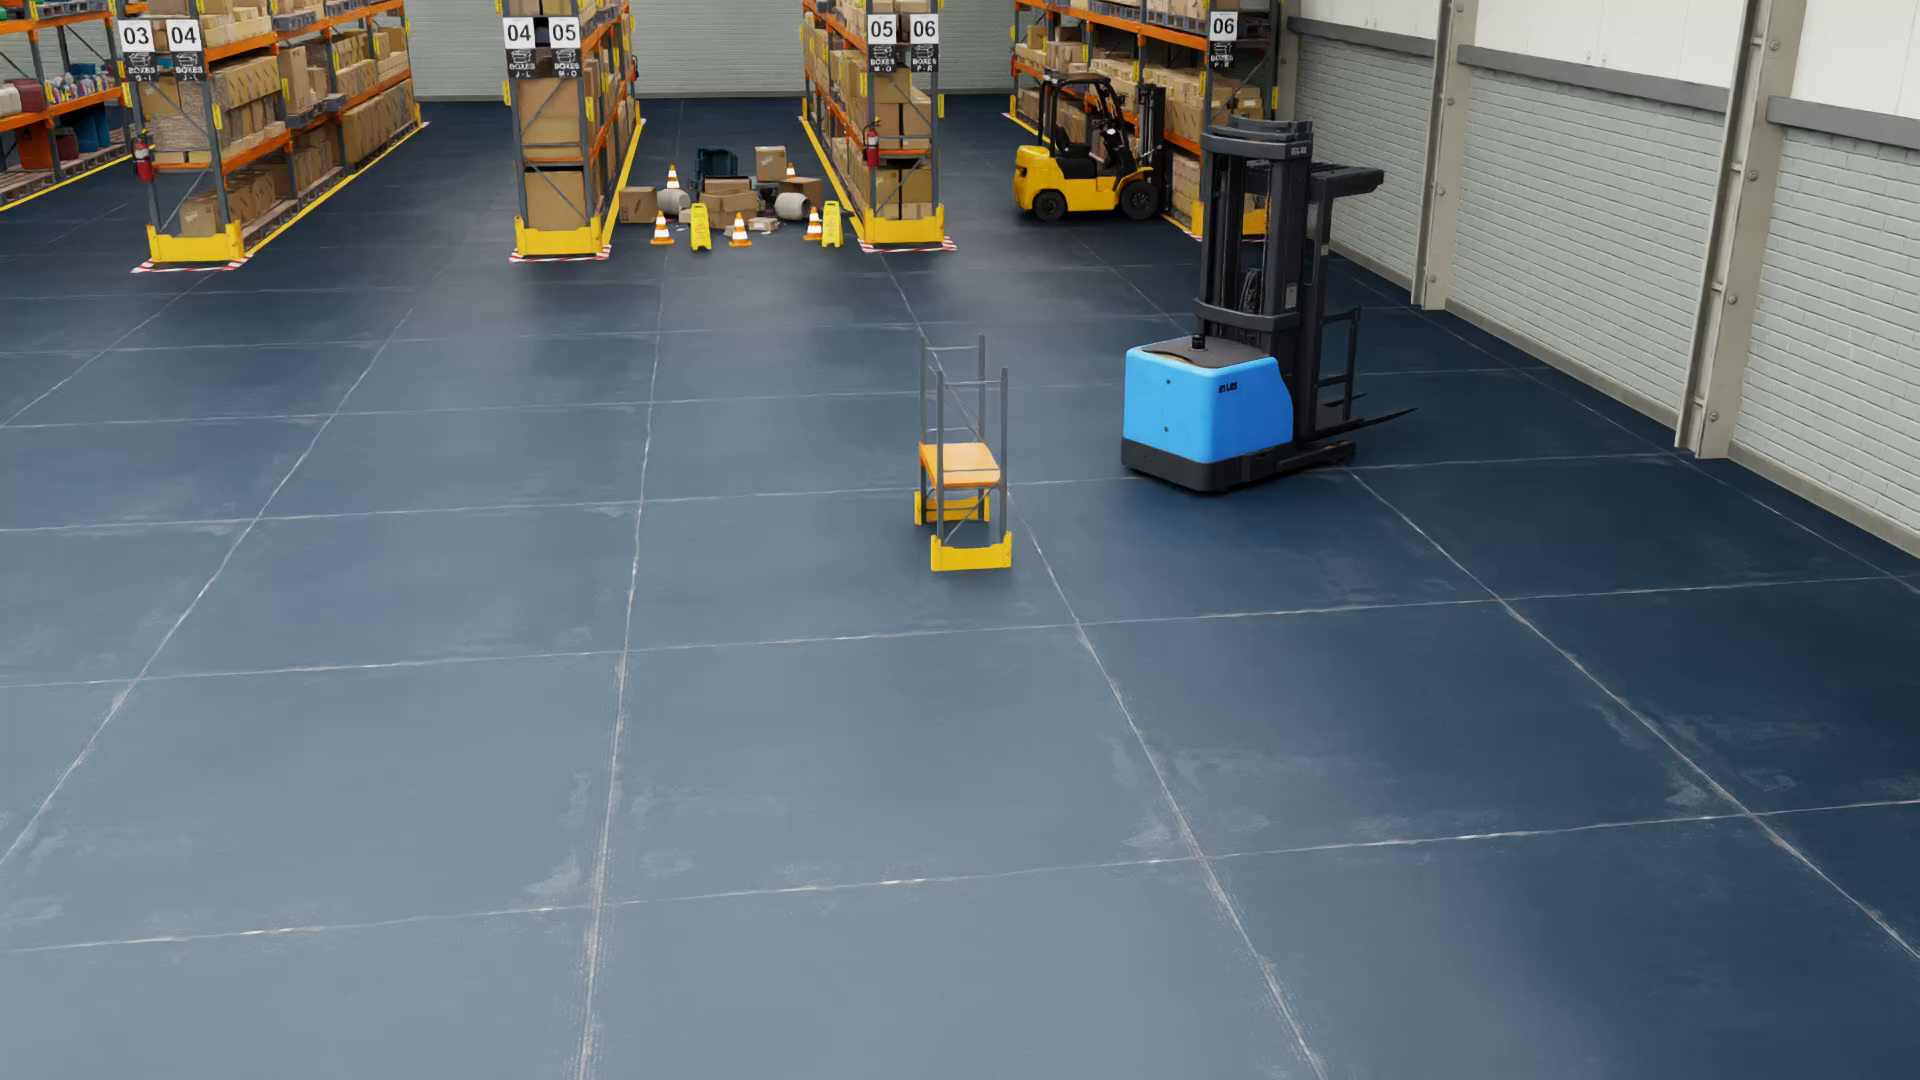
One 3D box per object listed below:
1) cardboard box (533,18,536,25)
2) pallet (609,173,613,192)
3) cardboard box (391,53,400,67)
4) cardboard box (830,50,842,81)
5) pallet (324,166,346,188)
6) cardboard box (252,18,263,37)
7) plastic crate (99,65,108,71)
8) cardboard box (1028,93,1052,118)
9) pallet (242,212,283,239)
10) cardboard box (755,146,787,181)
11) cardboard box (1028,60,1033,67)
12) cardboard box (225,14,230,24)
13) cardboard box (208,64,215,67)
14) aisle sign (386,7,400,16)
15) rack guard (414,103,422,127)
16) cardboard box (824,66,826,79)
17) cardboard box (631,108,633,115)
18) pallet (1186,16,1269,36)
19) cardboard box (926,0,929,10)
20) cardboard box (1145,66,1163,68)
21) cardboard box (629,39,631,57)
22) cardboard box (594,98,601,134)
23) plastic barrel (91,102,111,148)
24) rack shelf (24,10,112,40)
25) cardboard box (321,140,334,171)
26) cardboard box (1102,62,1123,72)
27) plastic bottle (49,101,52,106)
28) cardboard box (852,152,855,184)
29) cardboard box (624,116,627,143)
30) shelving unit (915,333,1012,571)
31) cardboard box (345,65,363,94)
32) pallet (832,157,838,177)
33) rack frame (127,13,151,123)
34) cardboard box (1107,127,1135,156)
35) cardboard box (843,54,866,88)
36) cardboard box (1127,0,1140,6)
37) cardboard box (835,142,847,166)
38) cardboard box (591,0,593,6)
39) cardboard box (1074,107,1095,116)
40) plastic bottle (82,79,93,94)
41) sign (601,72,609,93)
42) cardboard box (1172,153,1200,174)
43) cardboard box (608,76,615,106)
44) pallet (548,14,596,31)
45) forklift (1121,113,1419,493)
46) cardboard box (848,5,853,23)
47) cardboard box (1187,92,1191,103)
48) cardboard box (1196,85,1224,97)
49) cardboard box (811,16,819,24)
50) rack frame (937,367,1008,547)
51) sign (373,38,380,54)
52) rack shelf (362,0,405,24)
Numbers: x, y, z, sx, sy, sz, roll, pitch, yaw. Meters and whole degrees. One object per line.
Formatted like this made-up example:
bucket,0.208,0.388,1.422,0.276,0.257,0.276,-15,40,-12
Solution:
cardboard box,-6.121,-7.243,23.150,0.380,0.149,0.250,-3,21,-7
pallet,-6.643,-6.292,29.260,1.003,0.211,1.213,-3,21,-8
cardboard box,-12.452,-10.414,36.100,0.500,0.250,0.500,-4,21,-10
cardboard box,-2.135,-8.796,30.812,0.500,0.500,0.500,-4,21,-9
pallet,-11.667,-6.504,29.829,1.003,0.211,1.213,-3,21,-8
cardboard box,-10.812,-7.705,24.986,0.500,0.250,0.500,-2,21,-6
plastic crate,-17.889,-9.889,35.059,0.416,0.233,0.300,-3,21,-8
cardboard box,1.843,-9.926,37.976,0.500,0.500,0.500,-3,21,-7
pallet,-10.890,-4.736,25.094,1.003,0.211,1.213,-3,21,-8
cardboard box,-3.152,-6.280,27.732,0.500,0.500,0.500,-3,21,-8
cardboard box,1.757,-10.818,37.753,0.380,0.149,0.250,-2,21,-7
cardboard box,-10.589,-7.392,23.578,0.380,0.149,0.250,-4,21,-10
cardboard box,-11.160,-6.663,24.273,0.500,0.500,0.500,-3,21,-8
aisle sign,-12.645,-12.109,37.134,0.394,0.787,0.004,-3,21,-8
rack guard,-12.934,-9.688,37.941,1.175,0.500,0.348,-3,21,-8
cardboard box,-2.370,-9.077,32.232,0.500,0.250,0.500,-3,21,-9
cardboard box,-7.486,-9.540,37.020,0.380,0.149,0.250,-3,21,-7
pallet,4.017,-7.673,24.811,1.003,0.211,1.213,-3,21,-8
cardboard box,-0.657,-7.872,24.439,0.380,0.149,0.250,-3,21,-8
cardboard box,3.505,-8.461,30.013,0.380,0.149,0.250,-3,21,-7
cardboard box,-7.620,-10.931,37.128,0.500,0.500,0.500,-3,21,-9
cardboard box,-6.112,-6.665,26.060,0.875,0.550,0.550,-3,21,-8
plastic barrel,-17.194,-8.241,32.892,0.600,0.901,0.708,-3,21,-8
rack shelf,-16.967,-9.592,30.852,1.077,0.370,4.000,-3,21,-8
cardboard box,-11.661,-6.885,29.807,0.700,0.500,0.500,-4,21,-11
cardboard box,2.847,-8.788,30.889,0.380,0.149,0.250,-3,21,-7
plastic bottle,-16.422,-7.939,29.863,0.152,0.276,0.135,-3,21,-8
cardboard box,-1.488,-6.053,26.894,0.500,0.500,0.500,-2,21,-6
cardboard box,-7.002,-8.286,33.586,0.500,0.500,0.500,-3,21,-9
shelving unit,0.011,-0.676,12.383,0.587,1.500,1.083,-3,21,-8
cardboard box,-11.803,-8.839,31.951,0.500,0.500,0.500,-3,21,-8
pallet,-1.860,-7.004,31.167,1.003,0.211,1.213,-3,21,-8
rack frame,-17.832,-10.601,36.813,1.000,3.000,0.127,-3,21,-8
cardboard box,3.216,-7.241,30.611,0.875,0.625,0.625,-4,21,-10
cardboard box,-1.448,-7.334,26.068,0.700,0.500,0.500,-3,21,-9
cardboard box,3.171,-9.293,28.407,0.500,0.311,0.500,-4,21,-9
cardboard box,-1.785,-7.095,30.582,0.950,0.372,0.625,-3,21,-9
cardboard box,-5.881,-8.297,25.401,0.500,0.250,0.500,-3,21,-8
cardboard box,2.524,-8.687,33.732,0.380,0.149,0.250,-3,21,-9
plastic bottle,-16.734,-8.690,31.874,0.152,0.276,0.135,-3,21,-8
sign,-5.729,-7.382,26.845,0.100,0.325,0.005,-3,21,-8
cardboard box,3.556,-5.934,26.218,0.500,0.250,0.500,-3,21,-7
cardboard box,-6.454,-8.028,29.780,0.500,0.500,0.500,-3,21,-8
pallet,-6.171,-7.991,25.664,1.003,0.211,1.213,-3,21,-8
forklift,2.850,-2.160,14.310,3.031,2.935,1.130,-15,25,-35
cardboard box,-1.459,-8.152,25.757,0.500,0.250,0.500,-3,21,-7
cardboard box,3.698,-6.786,25.527,0.380,0.149,0.250,-3,21,-8
cardboard box,3.767,-6.750,25.006,0.380,0.149,0.250,-3,21,-8
cardboard box,-3.079,-11.406,36.468,0.380,0.149,0.250,-3,21,-8
rack frame,0.086,-0.497,11.903,0.500,1.500,0.032,-3,21,-8
sign,-11.819,-10.002,33.667,0.100,0.325,0.005,-3,21,-8
rack shelf,-12.643,-11.227,35.228,1.077,0.370,4.000,-3,21,-8
